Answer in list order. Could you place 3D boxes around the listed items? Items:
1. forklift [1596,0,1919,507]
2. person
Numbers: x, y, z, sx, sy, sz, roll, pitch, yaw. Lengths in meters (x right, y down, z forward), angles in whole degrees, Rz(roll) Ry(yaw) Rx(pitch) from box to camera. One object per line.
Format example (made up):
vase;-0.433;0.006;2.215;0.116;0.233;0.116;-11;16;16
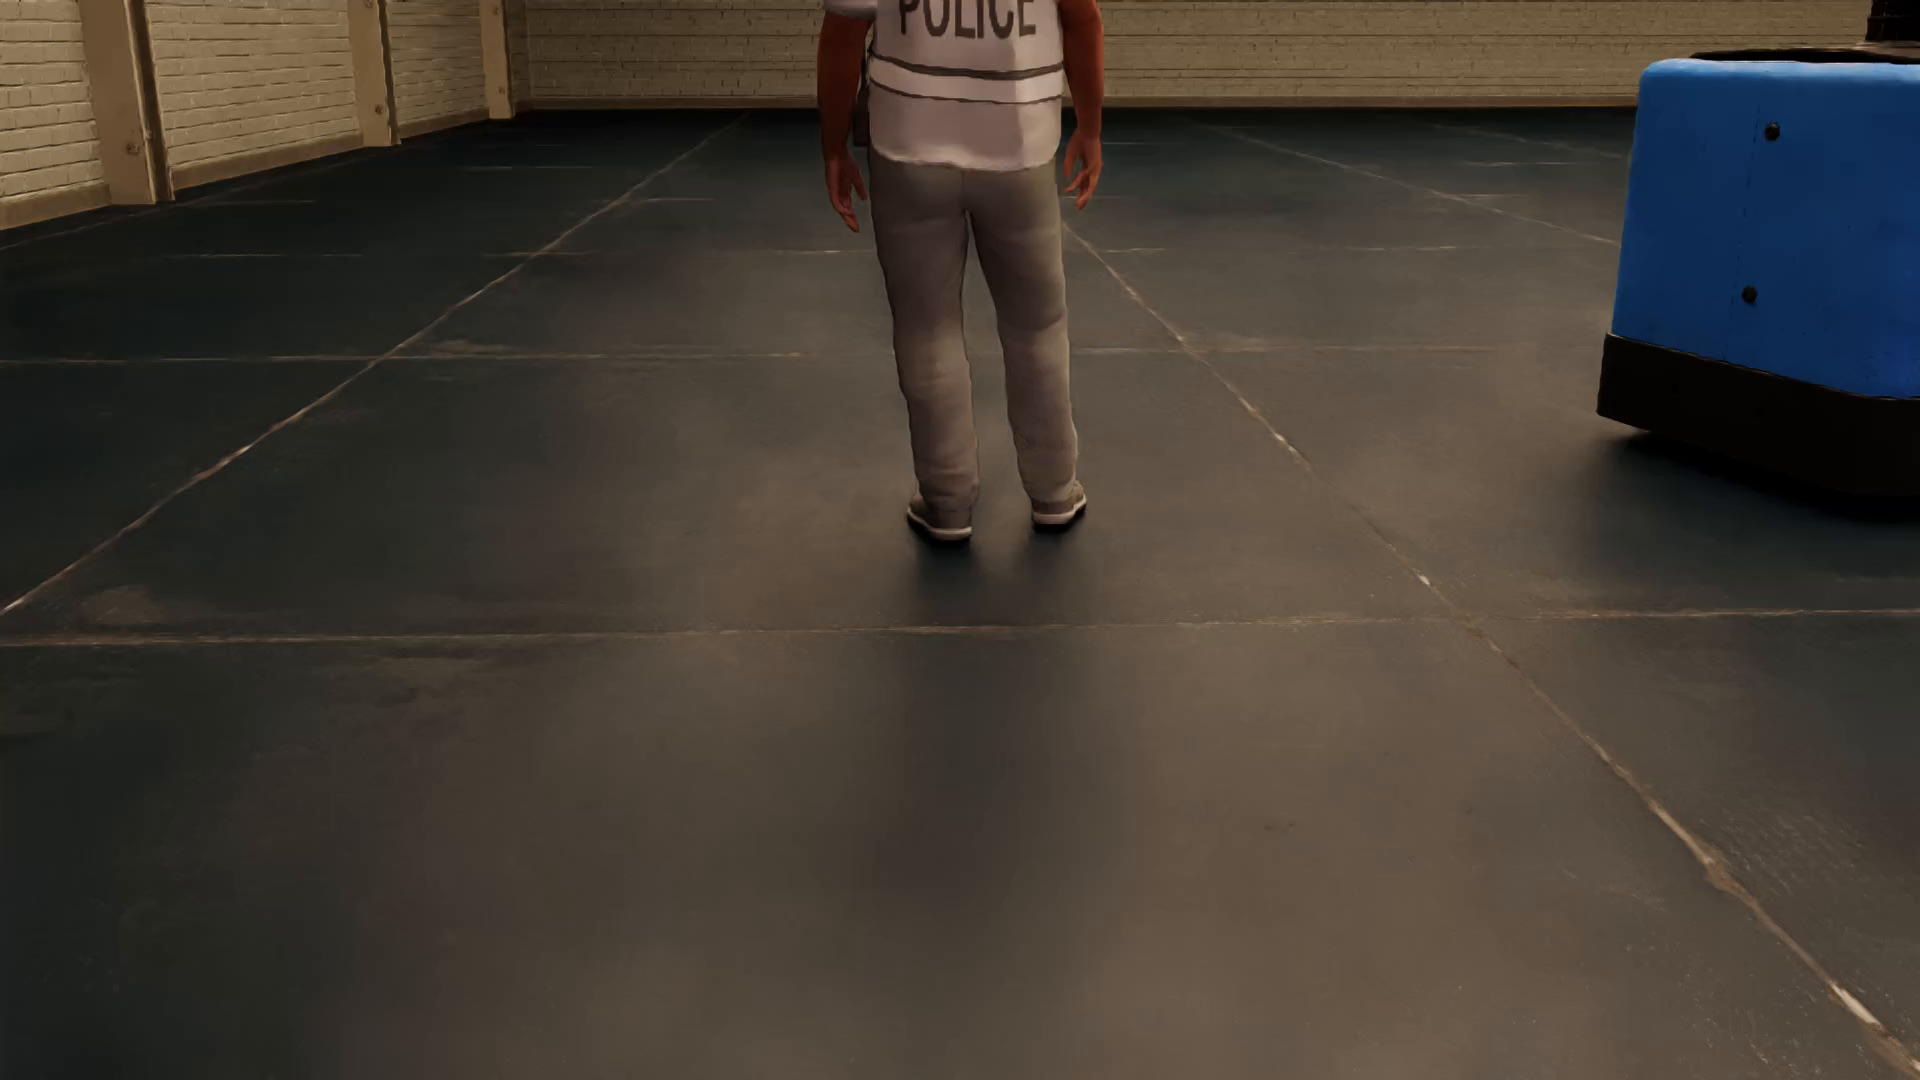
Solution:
forklift;3.444;-1.712;4.505;3.031;2.935;1.130;-6;18;-18
person;0.008;-0.883;3.730;0.640;1.781;0.574;-1;17;-3
